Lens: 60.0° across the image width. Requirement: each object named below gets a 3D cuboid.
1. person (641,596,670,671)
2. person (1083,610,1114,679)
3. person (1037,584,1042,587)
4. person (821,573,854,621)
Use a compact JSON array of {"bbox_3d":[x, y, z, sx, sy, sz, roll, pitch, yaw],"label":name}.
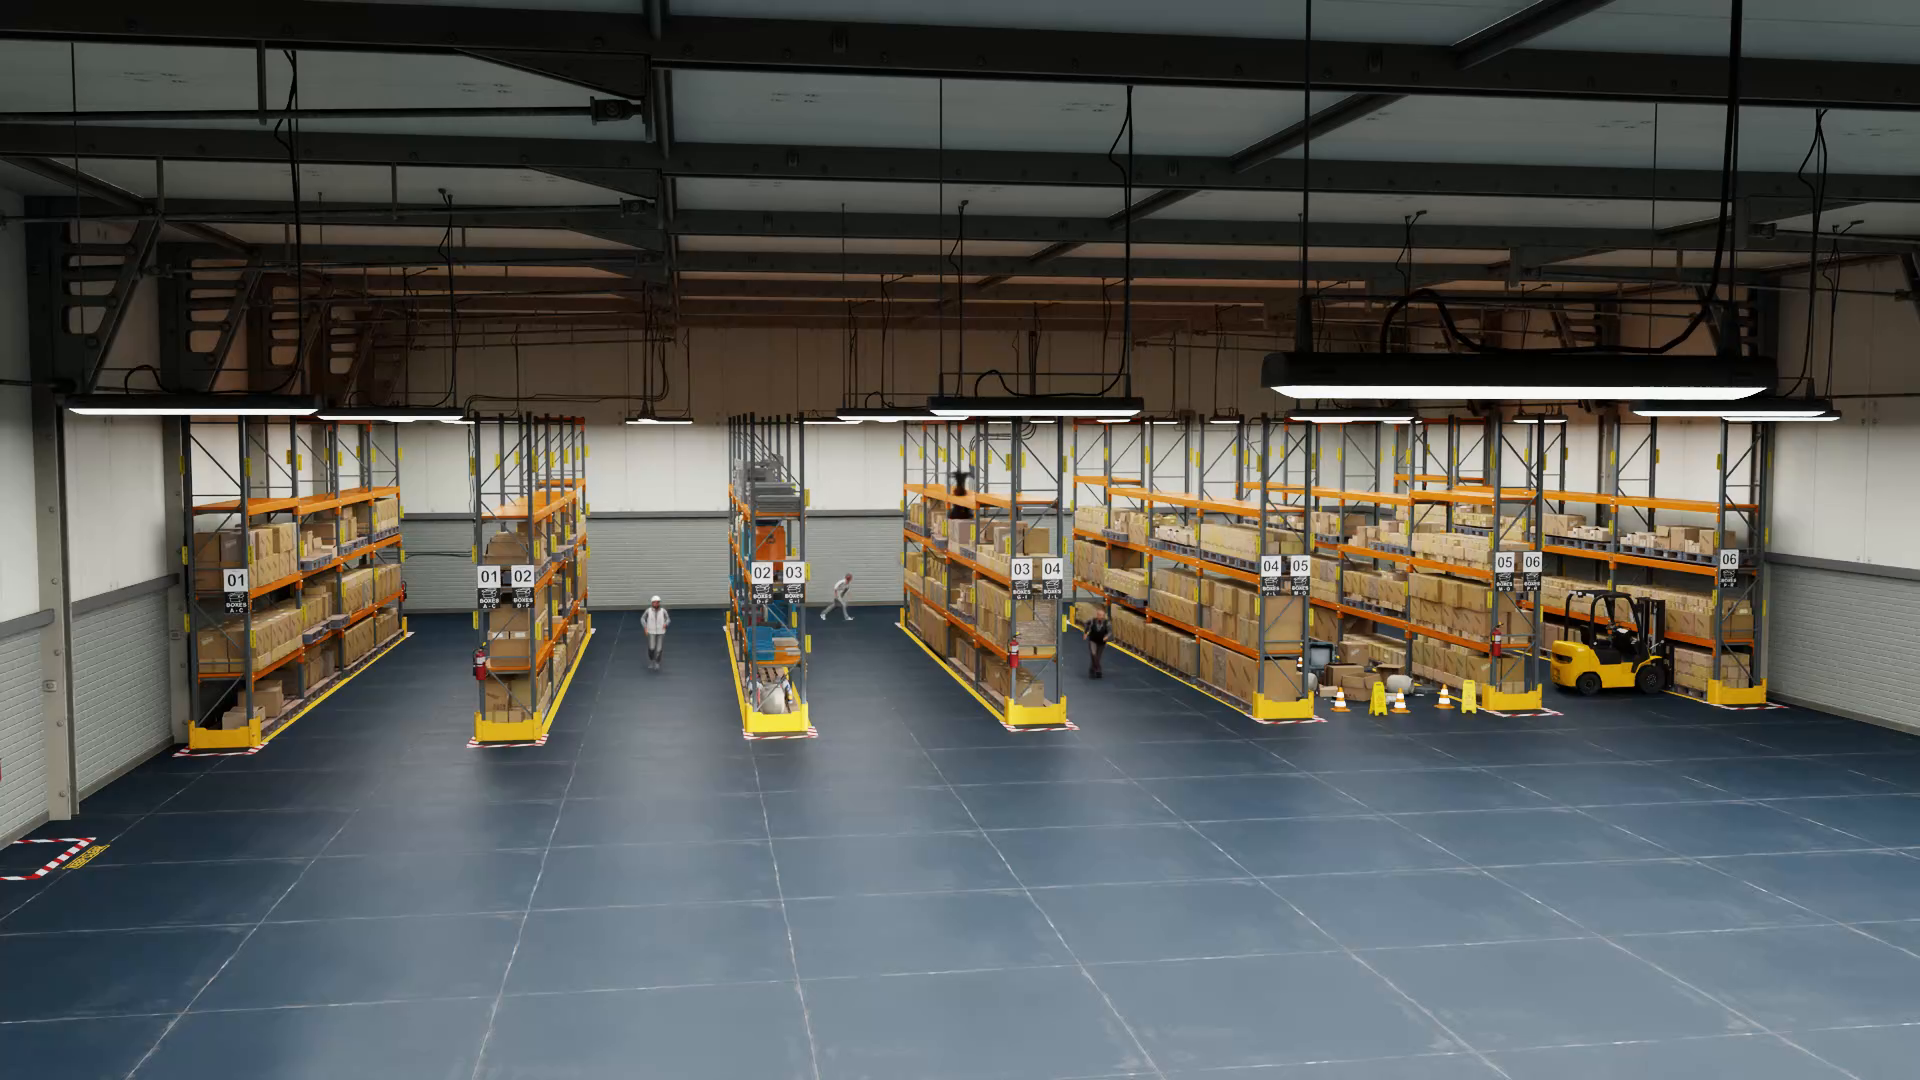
[{"bbox_3d":[-7.139,2.194,39.062,0.674,1.758,0.661,-1,4,-14],"label":"person"},{"bbox_3d":[3.155,2.337,38.020,0.659,1.562,1.068,0,4,-3],"label":"person"},{"bbox_3d":[2.379,1.622,47.877,0.728,1.734,0.720,-1,4,-18],"label":"person"},{"bbox_3d":[-3.597,1.669,48.863,1.052,1.423,0.521,1,4,21],"label":"person"}]
